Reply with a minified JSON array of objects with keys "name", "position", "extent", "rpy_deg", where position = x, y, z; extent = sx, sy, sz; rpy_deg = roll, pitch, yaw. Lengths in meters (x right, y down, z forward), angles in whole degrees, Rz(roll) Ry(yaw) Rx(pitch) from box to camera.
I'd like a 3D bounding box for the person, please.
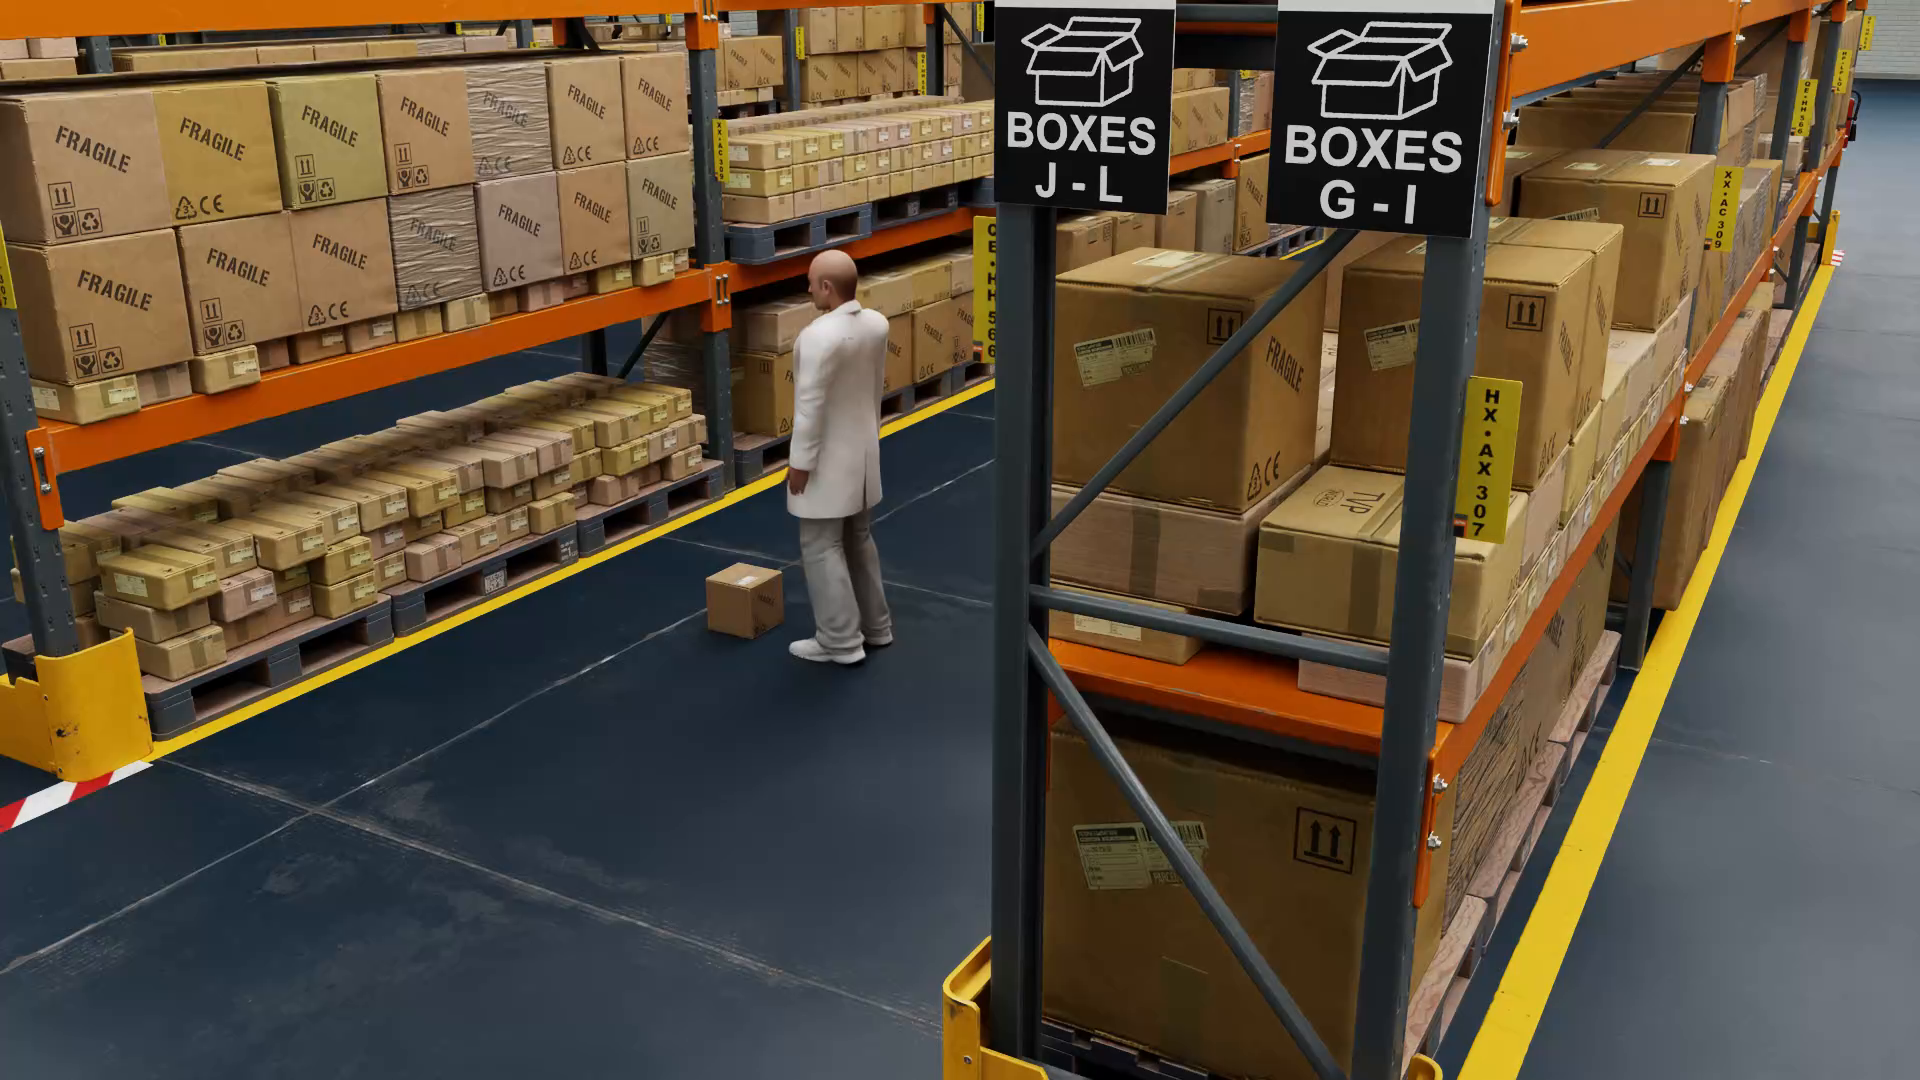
[{"name":"person","position":[-0.539,-0.345,7.116],"extent":[0.389,1.790,0.562],"rpy_deg":[11,22,29]}]
